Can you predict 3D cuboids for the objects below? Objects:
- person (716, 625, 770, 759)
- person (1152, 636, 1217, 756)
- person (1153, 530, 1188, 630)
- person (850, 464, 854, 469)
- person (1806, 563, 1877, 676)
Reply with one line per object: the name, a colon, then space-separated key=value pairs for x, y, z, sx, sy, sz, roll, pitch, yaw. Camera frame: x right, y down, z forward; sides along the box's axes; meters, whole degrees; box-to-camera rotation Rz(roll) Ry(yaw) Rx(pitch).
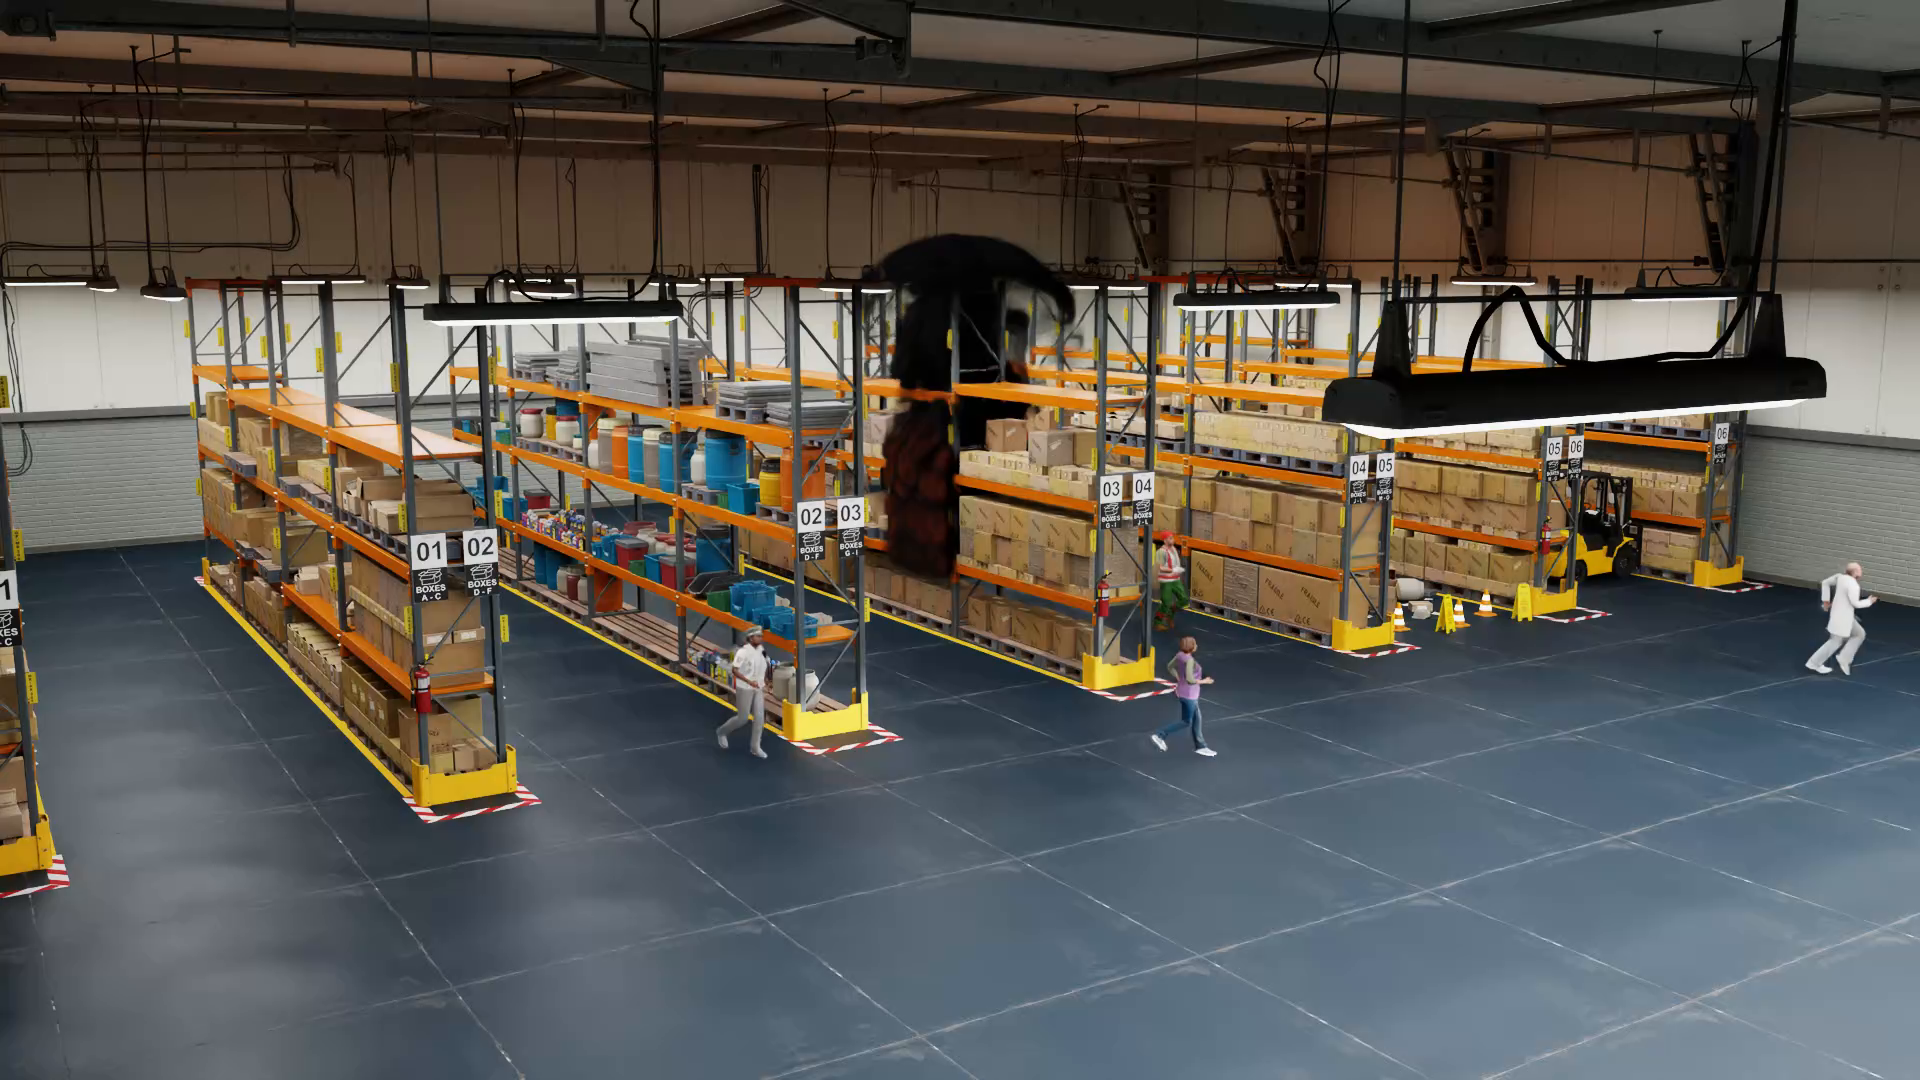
person: x=-2.718 y=1.922 z=21.581 sx=0.788 sy=1.678 sz=0.627 roll=7 pitch=12 yaw=36
person: x=2.878 y=2.007 z=21.254 sx=0.870 sy=1.593 sz=0.541 roll=-1 pitch=10 yaw=-5
person: x=3.631 y=0.705 z=28.494 sx=0.655 sy=1.755 sz=0.657 roll=9 pitch=13 yaw=44
person: x=-2.635 y=-1.442 z=41.873 sx=0.515 sy=1.598 sz=0.660 roll=-1 pitch=10 yaw=-7
person: x=13.516 y=1.214 z=25.485 sx=0.893 sy=1.781 sz=0.751 roll=2 pitch=10 yaw=14
